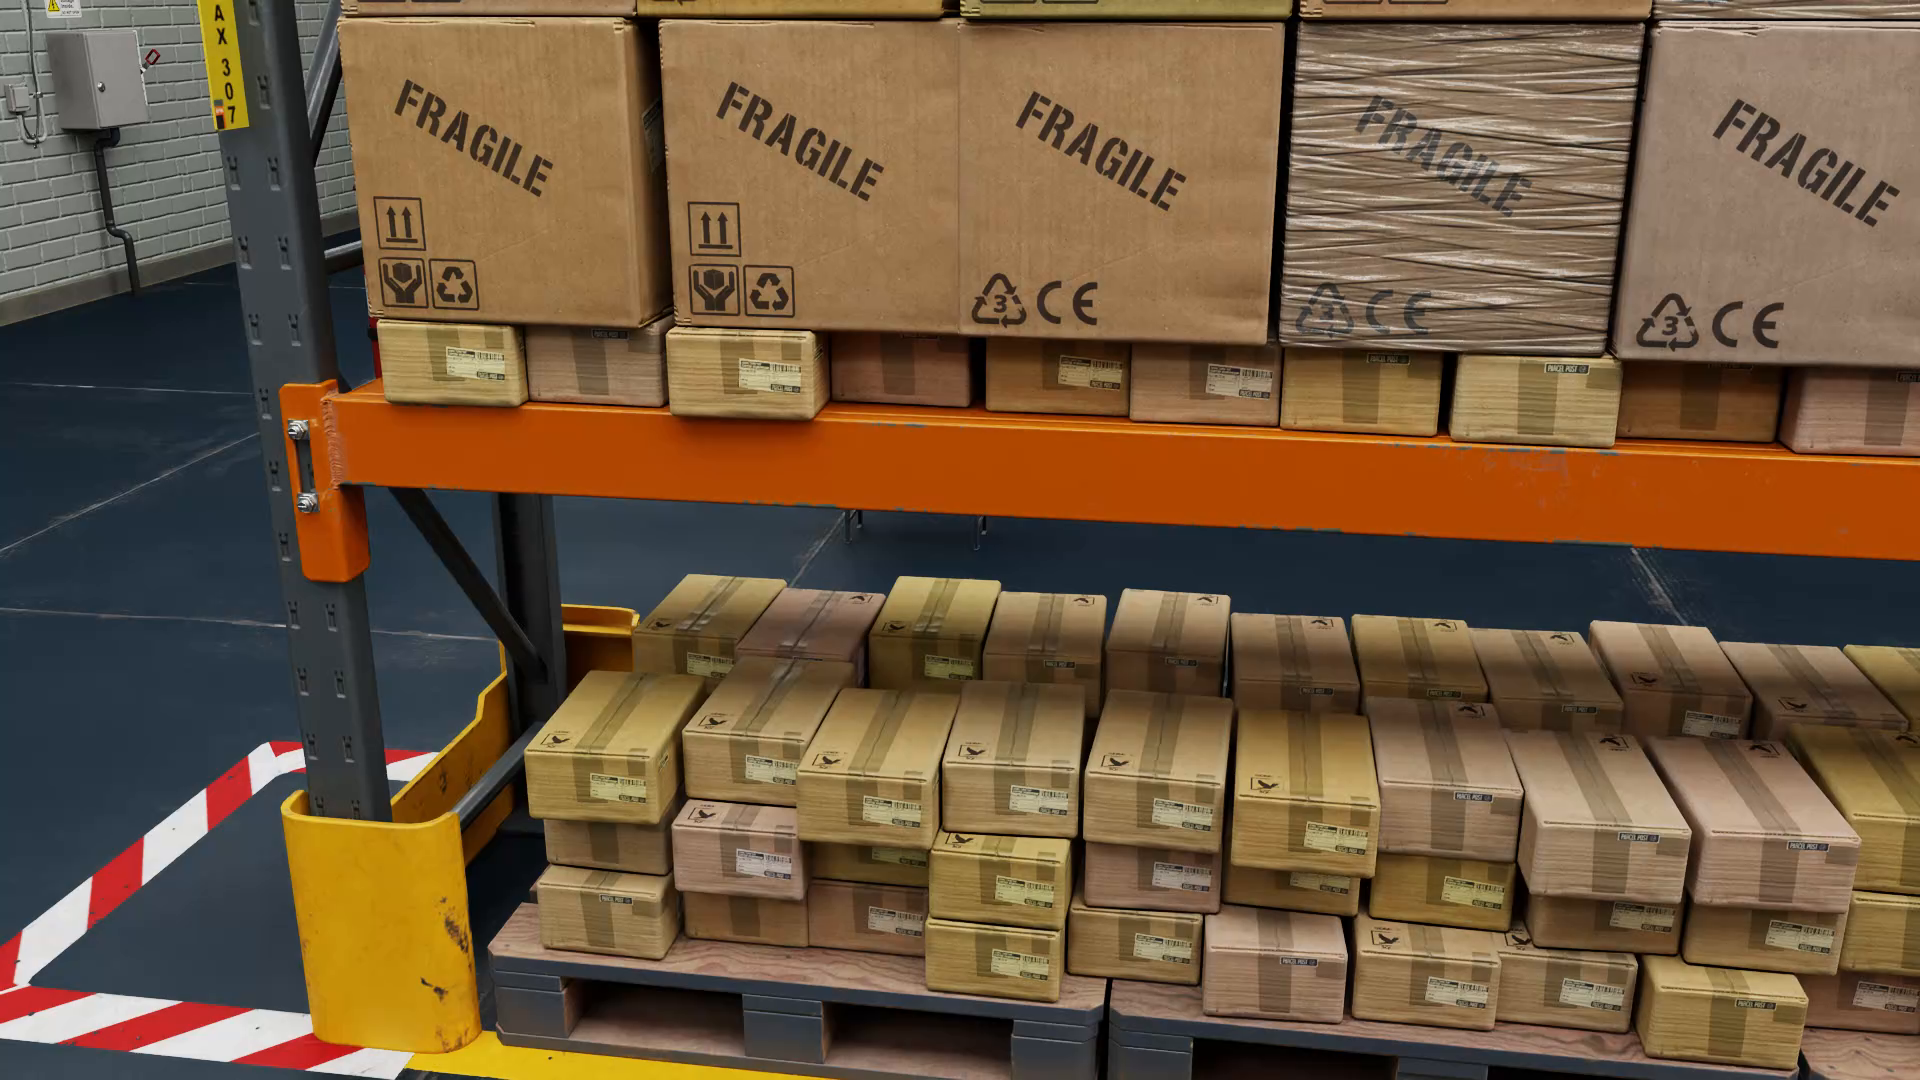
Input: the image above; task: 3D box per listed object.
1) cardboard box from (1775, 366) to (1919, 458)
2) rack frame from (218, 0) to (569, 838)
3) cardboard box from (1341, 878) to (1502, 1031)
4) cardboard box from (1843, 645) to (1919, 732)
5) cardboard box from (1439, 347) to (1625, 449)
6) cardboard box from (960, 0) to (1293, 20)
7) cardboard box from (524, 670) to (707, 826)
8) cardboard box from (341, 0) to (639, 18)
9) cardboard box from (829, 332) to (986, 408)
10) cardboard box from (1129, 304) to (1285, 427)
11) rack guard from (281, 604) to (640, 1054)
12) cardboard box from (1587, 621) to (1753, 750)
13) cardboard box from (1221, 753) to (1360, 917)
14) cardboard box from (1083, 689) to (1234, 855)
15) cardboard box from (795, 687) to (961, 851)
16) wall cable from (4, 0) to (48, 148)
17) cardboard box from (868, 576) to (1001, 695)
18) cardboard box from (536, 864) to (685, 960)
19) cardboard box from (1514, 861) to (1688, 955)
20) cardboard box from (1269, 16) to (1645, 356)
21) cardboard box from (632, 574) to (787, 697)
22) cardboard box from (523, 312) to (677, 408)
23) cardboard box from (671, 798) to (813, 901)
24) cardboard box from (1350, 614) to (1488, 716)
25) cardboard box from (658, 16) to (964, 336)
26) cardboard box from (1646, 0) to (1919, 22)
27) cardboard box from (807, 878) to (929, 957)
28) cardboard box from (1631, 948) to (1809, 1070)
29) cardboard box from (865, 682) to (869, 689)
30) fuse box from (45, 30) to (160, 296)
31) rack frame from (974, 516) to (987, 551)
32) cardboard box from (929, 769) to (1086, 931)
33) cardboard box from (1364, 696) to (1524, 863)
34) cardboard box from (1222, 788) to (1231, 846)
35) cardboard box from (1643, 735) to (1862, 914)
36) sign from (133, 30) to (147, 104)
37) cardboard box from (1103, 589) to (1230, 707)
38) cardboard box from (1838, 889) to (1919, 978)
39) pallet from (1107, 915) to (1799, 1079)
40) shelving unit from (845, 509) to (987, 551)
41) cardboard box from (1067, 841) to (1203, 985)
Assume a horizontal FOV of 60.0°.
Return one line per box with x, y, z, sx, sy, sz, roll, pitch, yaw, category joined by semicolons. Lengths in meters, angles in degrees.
1.451;-0.259;2.745;0.250;0.149;0.380;2;19;6;cardboard box
-1.129;-0.602;3.375;0.127;3.000;1.000;3;19;9;rack frame
0.867;0.751;3.162;0.250;0.149;0.380;3;19;9;cardboard box
1.993;0.358;3.400;0.250;0.149;0.380;3;19;8;cardboard box
0.946;-0.279;2.805;0.250;0.149;0.380;3;19;10;cardboard box
0.281;-1.102;2.668;0.500;0.500;0.500;2;19;7;cardboard box
-0.666;0.401;3.270;0.250;0.149;0.380;2;19;6;cardboard box
-0.728;-1.159;2.837;0.500;0.500;0.500;3;19;8;cardboard box
-0.069;-0.364;3.059;0.250;0.149;0.380;4;19;11;cardboard box
0.434;-0.321;2.931;0.250;0.149;0.380;3;19;8;cardboard box
-1.054;0.587;3.760;0.348;0.500;1.175;3;19;9;rack guard
1.493;0.314;3.532;0.250;0.149;0.380;3;19;10;cardboard box
0.652;0.564;3.253;0.250;0.149;0.380;4;19;11;cardboard box
0.384;0.434;3.173;0.250;0.149;0.380;4;19;11;cardboard box
-0.146;0.430;3.183;0.250;0.149;0.380;3;19;9;cardboard box
-5.801;-3.361;10.020;0.122;1.984;0.588;3;19;9;wall cable
-0.051;0.220;3.813;0.250;0.149;0.380;3;19;7;cardboard box
-0.663;0.677;3.382;0.250;0.149;0.380;3;19;10;cardboard box
1.174;0.607;3.123;0.250;0.149;0.380;2;19;6;cardboard box
0.789;-0.610;2.773;0.500;0.500;0.500;2;19;7;cardboard box
-0.566;0.216;3.824;0.250;0.149;0.380;3;19;9;cardboard box
-0.603;-0.364;3.060;0.250;0.149;0.380;4;19;11;cardboard box
-0.391;0.548;3.301;0.250;0.149;0.380;3;19;8;cardboard box
0.974;0.301;3.570;0.250;0.149;0.380;3;19;9;cardboard box
-0.197;-0.662;2.929;0.500;0.500;0.500;3;19;9;cardboard box
1.299;-1.057;2.532;0.500;0.500;0.500;3;19;10;cardboard box
-0.145;0.675;3.389;0.250;0.149;0.380;3;19;9;cardboard box
1.357;0.787;3.055;0.250;0.149;0.380;3;19;9;cardboard box
-0.313;0.377;3.812;0.250;0.149;0.380;2;19;7;cardboard box
-5.538;-2.474;11.001;0.414;1.711;0.539;3;19;9;fuse box
0.077;-0.565;6.101;0.015;1.200;0.240;3;19;9;rack frame
0.101;0.579;3.206;0.250;0.149;0.380;4;19;10;cardboard box
0.900;0.444;3.142;0.250;0.149;0.380;3;19;9;cardboard box
0.715;0.555;3.748;0.250;0.149;0.380;3;19;10;cardboard box
1.396;0.501;2.973;0.250;0.149;0.380;2;19;6;cardboard box
-5.664;-3.205;11.305;0.001;0.494;0.329;3;19;9;sign
0.468;0.249;3.726;0.250;0.149;0.380;4;19;11;cardboard box
1.690;0.634;3.044;0.250;0.149;0.380;3;19;9;cardboard box
0.943;0.838;3.465;1.213;0.211;1.003;3;19;9;pallet
-0.163;-0.577;6.138;0.503;1.200;0.258;3;19;9;shelving unit
0.357;0.705;3.299;0.250;0.149;0.380;3;19;9;cardboard box
